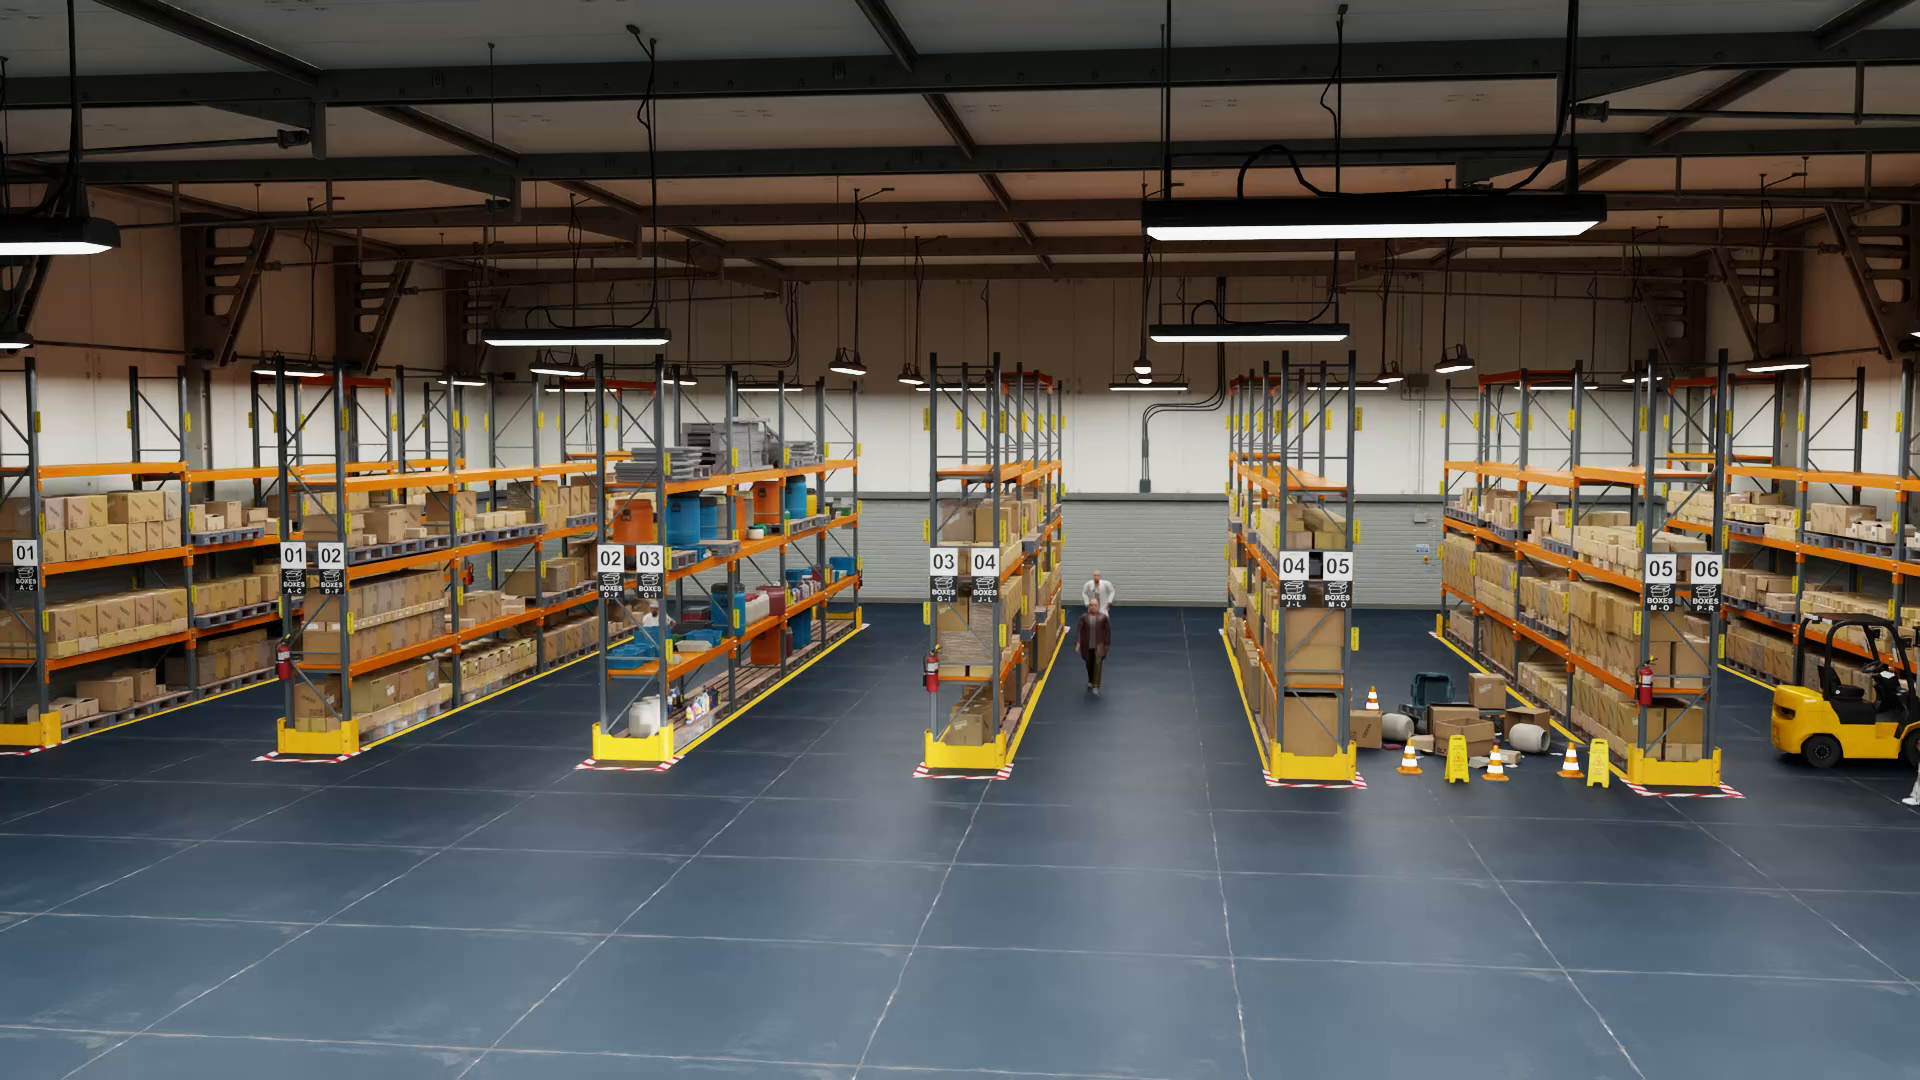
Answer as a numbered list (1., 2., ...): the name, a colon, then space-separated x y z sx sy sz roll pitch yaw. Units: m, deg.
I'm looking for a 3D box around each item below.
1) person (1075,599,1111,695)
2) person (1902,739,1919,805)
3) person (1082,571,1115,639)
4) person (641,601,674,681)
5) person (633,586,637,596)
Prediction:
1. person: 2.449 1.947 30.682 0.634 1.713 1.141 1 4 10
2. person: 12.779 2.642 21.713 0.967 1.634 0.457 0 4 -1
3. person: 3.130 1.515 37.558 0.742 1.684 0.658 1 4 15
4. person: -5.821 1.940 32.012 0.541 1.606 0.739 1 4 16
5. person: -8.358 1.107 43.289 0.659 1.631 0.453 4 6 44
